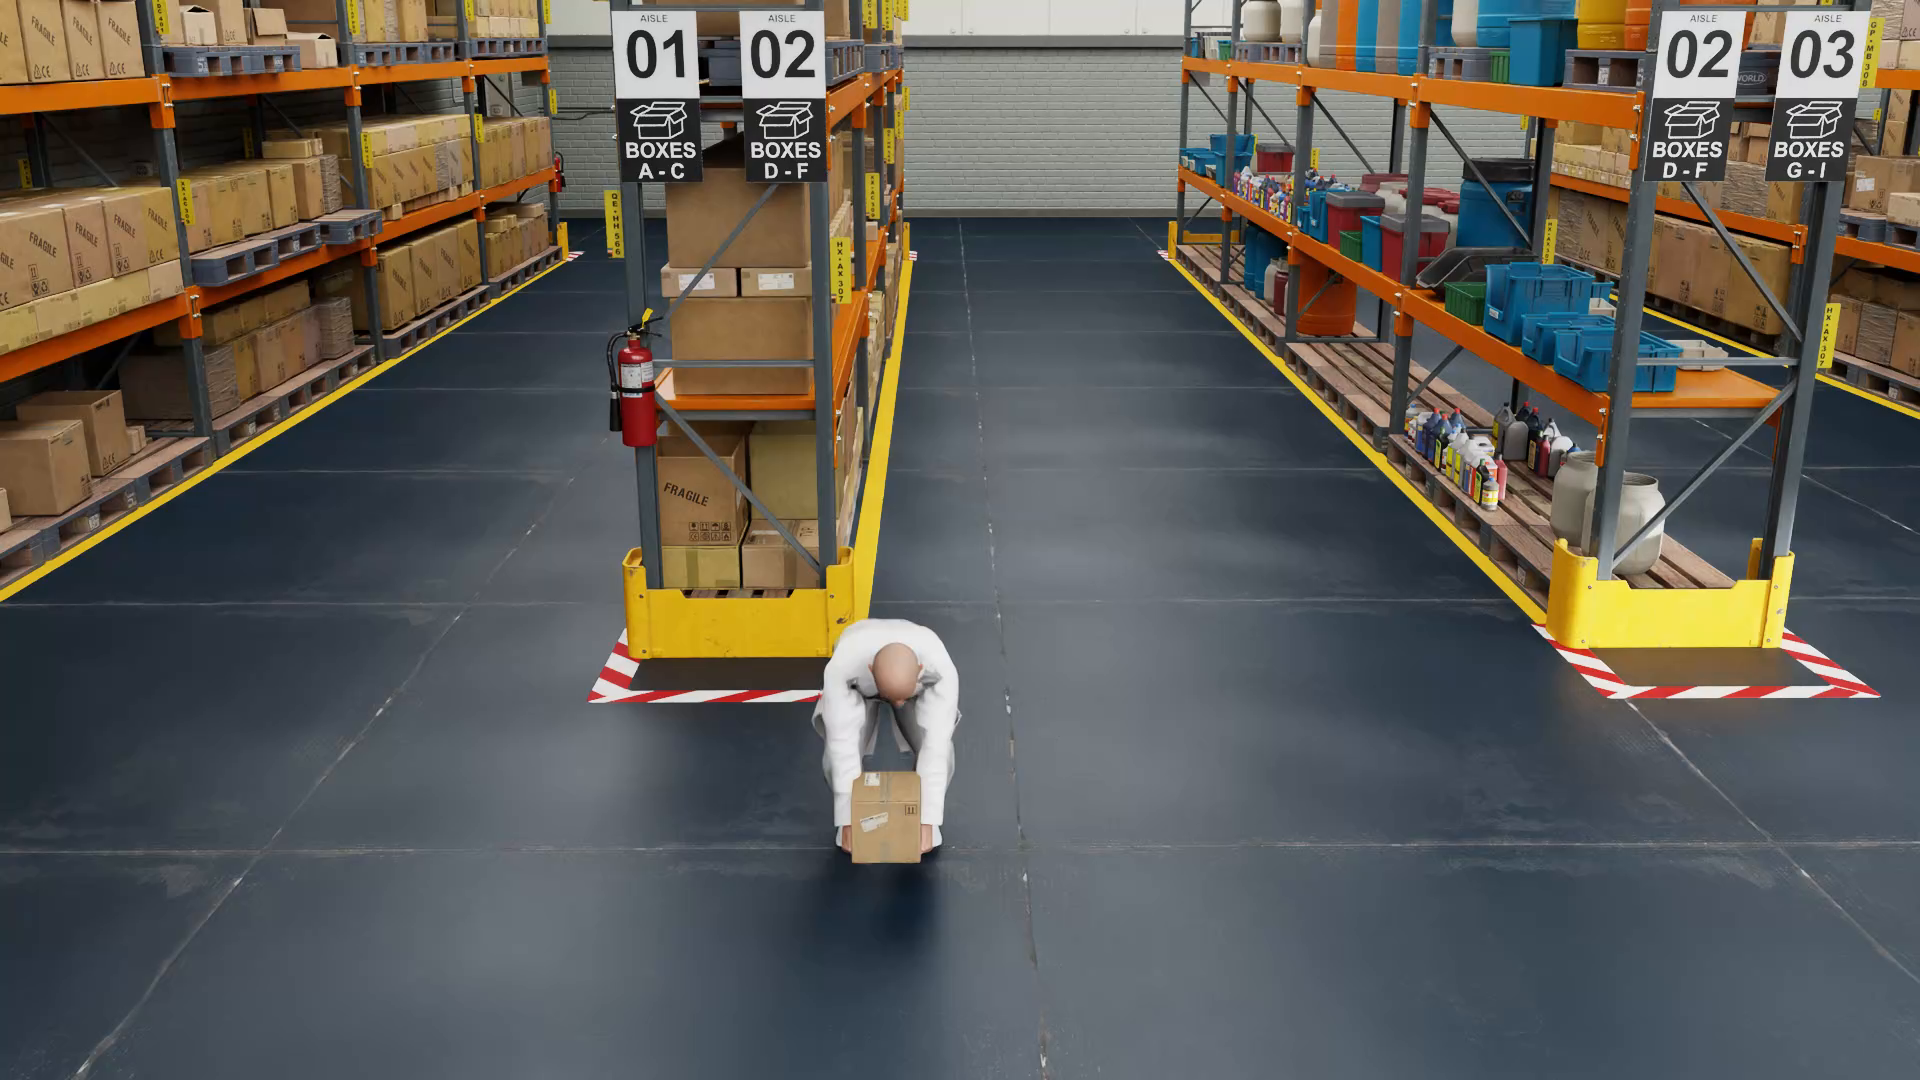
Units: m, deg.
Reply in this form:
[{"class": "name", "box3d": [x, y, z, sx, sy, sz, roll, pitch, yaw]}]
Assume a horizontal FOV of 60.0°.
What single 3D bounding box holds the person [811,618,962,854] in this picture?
[{"class": "person", "box3d": [-0.283, 0.751, 6.427, 0.591, 1.004, 0.938, -1, 17, -3]}]
